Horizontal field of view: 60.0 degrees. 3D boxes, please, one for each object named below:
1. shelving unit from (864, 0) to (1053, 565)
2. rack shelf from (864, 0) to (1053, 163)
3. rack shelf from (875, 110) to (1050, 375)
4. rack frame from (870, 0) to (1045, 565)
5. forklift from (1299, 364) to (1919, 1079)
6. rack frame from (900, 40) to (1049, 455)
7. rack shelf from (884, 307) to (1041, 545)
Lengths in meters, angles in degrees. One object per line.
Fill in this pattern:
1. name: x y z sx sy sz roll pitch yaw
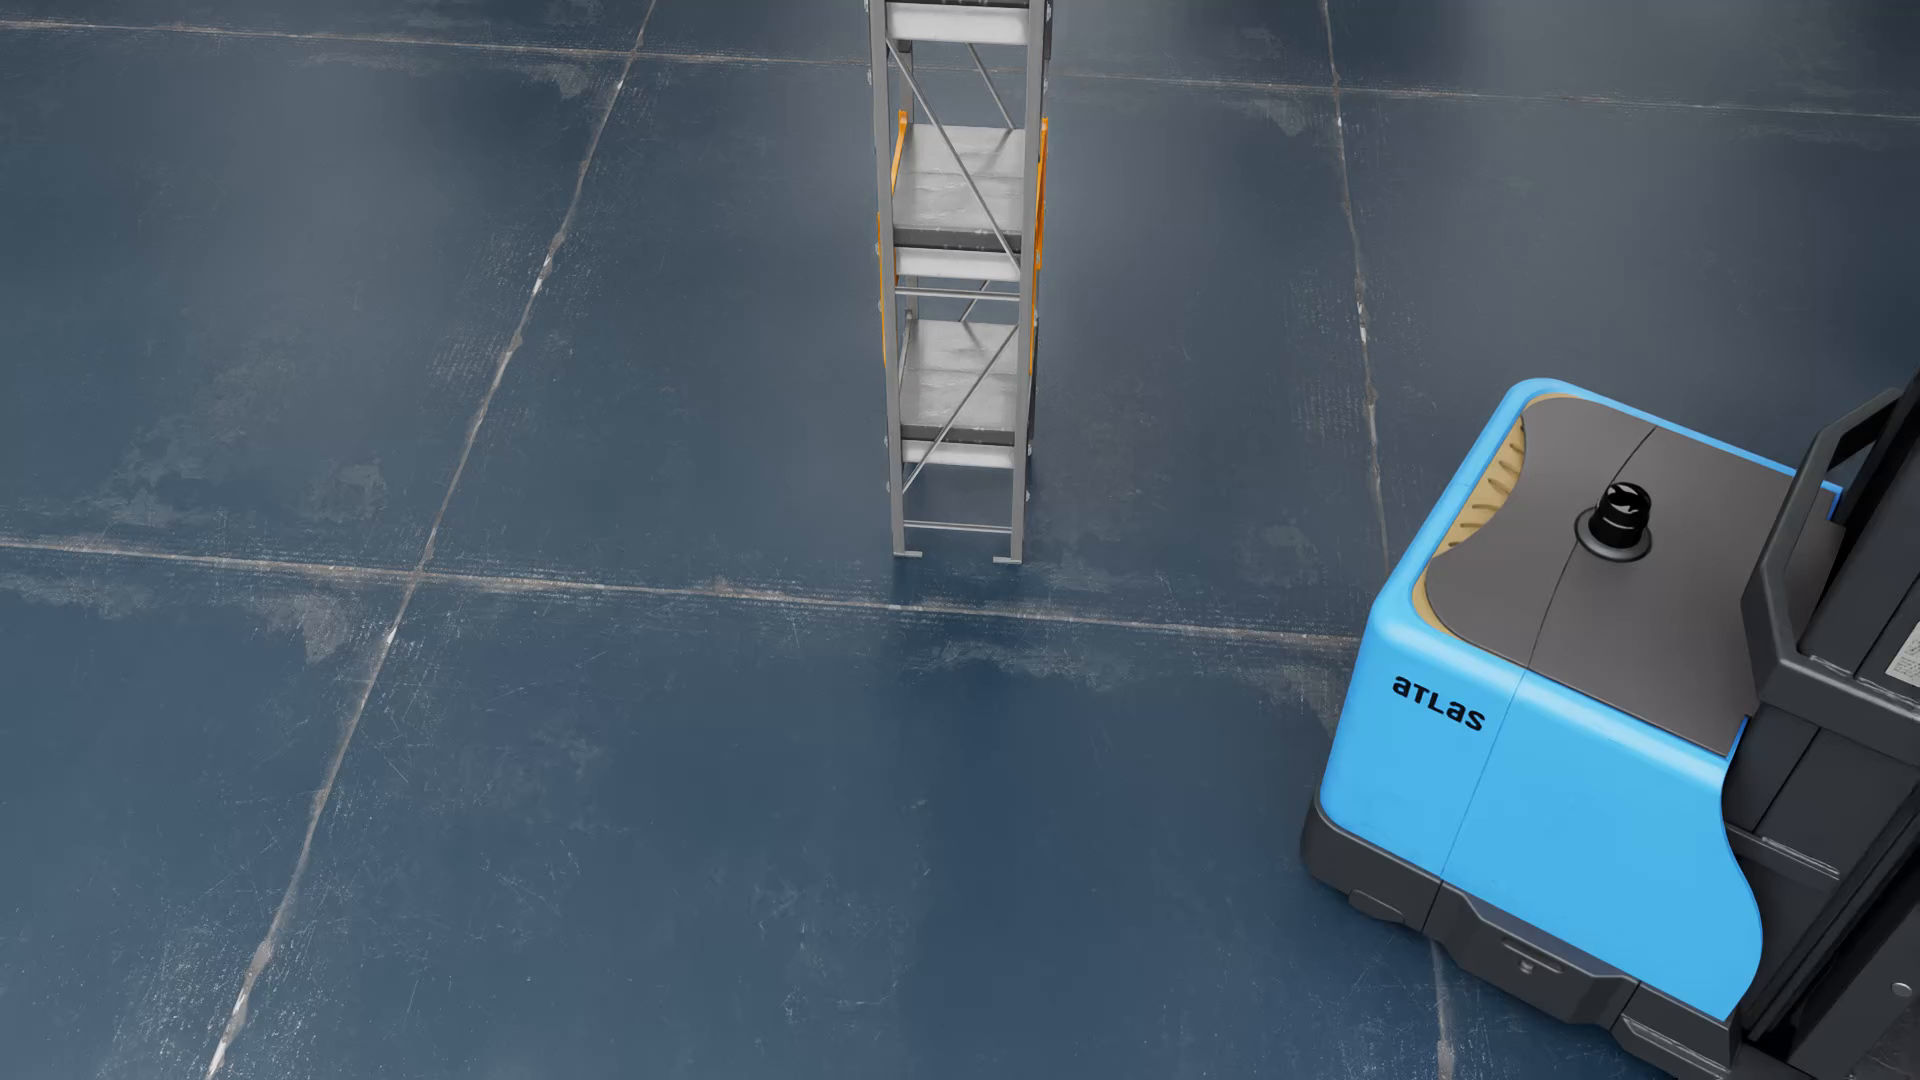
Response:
1. shelving unit: 0.015 -0.830 4.586 0.431 2.100 0.503 4 48 4
2. rack shelf: 0.015 -1.294 4.080 0.431 0.518 0.480 4 48 4
3. rack shelf: 0.015 -0.821 4.597 0.431 0.518 0.480 4 48 4
4. rack frame: -0.007 -0.651 4.422 0.400 2.100 0.015 4 48 4
5. forklift: 2.412 0.195 3.085 3.031 2.935 1.130 26 53 22
6. rack frame: 0.037 -1.010 4.750 0.400 2.100 0.015 4 48 4
7. rack shelf: 0.015 -0.349 5.113 0.431 0.518 0.480 4 48 4
